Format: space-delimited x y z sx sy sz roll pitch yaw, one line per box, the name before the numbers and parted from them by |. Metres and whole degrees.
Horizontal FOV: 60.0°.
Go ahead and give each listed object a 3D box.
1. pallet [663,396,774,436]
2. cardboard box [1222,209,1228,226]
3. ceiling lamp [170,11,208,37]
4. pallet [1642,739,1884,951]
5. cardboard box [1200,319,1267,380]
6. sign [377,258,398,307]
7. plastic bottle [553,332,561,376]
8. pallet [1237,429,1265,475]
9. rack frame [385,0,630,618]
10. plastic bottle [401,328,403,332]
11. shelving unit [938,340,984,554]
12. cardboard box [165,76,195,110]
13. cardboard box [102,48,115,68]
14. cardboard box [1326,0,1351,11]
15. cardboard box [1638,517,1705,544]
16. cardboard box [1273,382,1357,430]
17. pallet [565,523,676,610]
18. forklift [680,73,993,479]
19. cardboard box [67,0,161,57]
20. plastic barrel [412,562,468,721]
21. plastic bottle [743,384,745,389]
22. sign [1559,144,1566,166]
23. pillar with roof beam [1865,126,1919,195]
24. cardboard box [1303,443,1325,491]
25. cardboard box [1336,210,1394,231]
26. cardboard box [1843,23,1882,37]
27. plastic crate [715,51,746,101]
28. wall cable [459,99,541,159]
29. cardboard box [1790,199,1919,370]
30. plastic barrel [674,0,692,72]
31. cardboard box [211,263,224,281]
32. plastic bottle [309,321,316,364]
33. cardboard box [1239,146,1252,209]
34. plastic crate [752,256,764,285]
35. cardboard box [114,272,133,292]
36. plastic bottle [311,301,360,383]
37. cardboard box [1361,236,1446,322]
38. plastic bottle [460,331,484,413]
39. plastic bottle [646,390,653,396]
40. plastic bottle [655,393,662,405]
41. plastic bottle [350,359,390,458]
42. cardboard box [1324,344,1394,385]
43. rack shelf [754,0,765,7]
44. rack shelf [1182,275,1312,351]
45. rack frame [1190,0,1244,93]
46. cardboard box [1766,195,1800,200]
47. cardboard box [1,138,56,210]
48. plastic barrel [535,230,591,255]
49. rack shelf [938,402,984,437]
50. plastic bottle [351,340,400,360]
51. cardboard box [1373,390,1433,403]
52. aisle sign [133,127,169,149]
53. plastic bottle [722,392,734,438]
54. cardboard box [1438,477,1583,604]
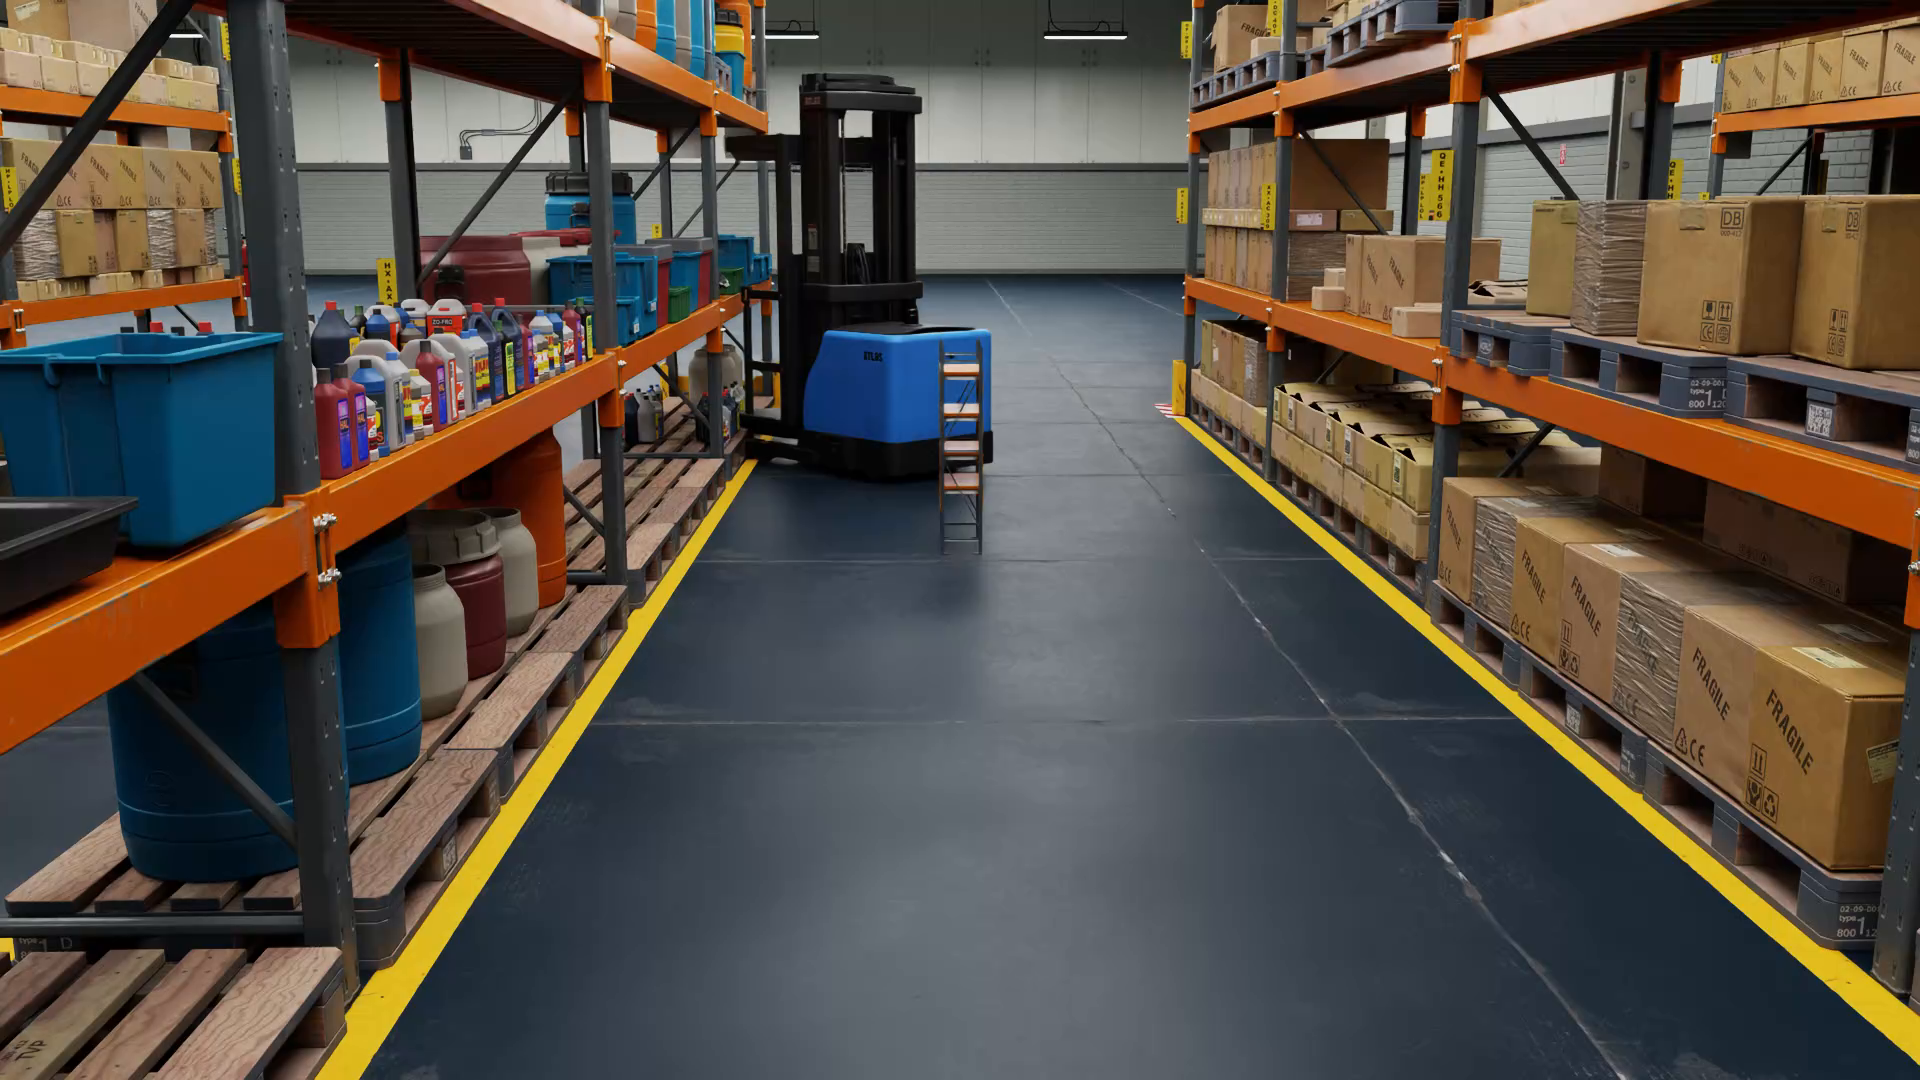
pallet | -2.239 -1.132 15.107 1.003 0.211 1.213 0 11 -1
cardboard box | 2.469 -2.777 14.321 0.380 0.149 0.250 -1 11 -3
ceiling lamp | -18.799 -13.466 39.121 2.000 3.185 0.800 0 11 -1
pallet | 2.847 0.896 5.111 1.003 0.211 1.213 0 11 -1
cardboard box | 2.455 -1.713 14.933 0.500 0.500 0.500 0 11 -1
sign | -2.683 -1.161 7.826 0.100 0.325 0.005 0 11 -1
plastic bottle | -1.704 -0.782 6.867 0.097 0.201 0.097 0 11 0
pallet | 2.762 -0.691 12.934 1.003 0.211 1.213 0 11 -1
rack frame | -2.133 -1.084 7.860 1.000 3.000 0.127 0 11 -1
plastic bottle | -2.471 -0.857 7.240 0.097 0.201 0.097 0 11 0
shelving unit | 0.003 -0.555 9.778 0.258 1.200 0.503 0 11 -1
cardboard box | -6.973 -3.857 14.359 0.500 0.250 0.500 0 11 -1
cardboard box | -6.971 -3.827 13.210 0.380 0.149 0.250 0 11 0
cardboard box | 2.710 -3.746 10.871 0.500 0.500 0.500 0 11 0
cardboard box | 3.083 0.193 6.743 0.500 0.500 0.500 -1 11 -3
cardboard box | 2.496 -0.949 11.642 0.500 0.311 0.500 0 11 -1
pallet | -2.111 0.128 8.897 1.003 0.211 1.213 0 11 -1
forklift | -1.122 -2.109 13.081 1.130 2.935 3.031 -10 15 -42
cardboard box | -6.966 -4.257 13.698 0.500 0.500 0.500 0 11 -1
plastic barrel | -1.982 0.363 5.929 0.421 0.512 0.421 0 11 0
plastic bottle | -1.802 -1.173 14.020 0.061 0.283 0.133 0 11 0
sign | 8.448 -5.402 23.312 0.001 0.298 0.199 0 11 -1
pillar with roof beam | 4.181 -5.502 14.547 9.100 9.000 0.400 0 11 -1
cardboard box | 2.520 -0.472 10.699 0.500 0.250 0.500 -1 11 -3
cardboard box | 2.924 -2.320 12.069 0.380 0.149 0.250 0 11 -1
cardboard box | 7.364 -4.250 13.104 0.500 0.500 0.500 -1 11 -3
plastic crate | -1.958 -3.759 13.540 0.392 0.384 0.575 0 11 -1
wall cable | -12.875 -13.648 46.143 2.305 6.003 0.169 0 11 -1
cardboard box | 3.038 -0.795 5.127 0.700 0.500 0.500 2 12 8
plastic barrel | -1.975 -3.365 10.297 0.600 0.901 0.600 0 11 0
cardboard box | -7.038 -2.475 15.348 0.380 0.149 0.250 0 11 -1
plastic bottle | -2.419 -0.661 6.083 0.152 0.276 0.135 0 11 -1
cardboard box | 2.690 -2.971 13.647 0.700 0.500 0.500 0 11 -1
plastic crate | -1.981 -2.374 14.593 0.499 0.251 0.408 0 11 -1
cardboard box | -6.916 -2.078 13.390 0.380 0.149 0.250 0 11 -1
plastic bottle | -2.270 -0.693 6.054 0.144 0.351 0.185 0 11 -1
cardboard box | 2.757 -1.591 10.107 0.500 0.500 0.500 0 11 -1
plastic bottle | -1.678 -0.573 5.664 0.097 0.271 0.097 0 11 0
plastic bottle | -2.564 -1.104 13.710 0.097 0.271 0.097 0 11 0
plastic bottle | -2.421 -1.026 13.298 0.061 0.283 0.133 0 11 -1
plastic bottle | -1.657 -0.370 4.660 0.097 0.271 0.097 0 11 0
cardboard box | 3.040 -1.218 12.494 0.500 0.500 0.500 0 11 -1
rack shelf | -2.257 -4.669 13.254 1.077 0.370 4.000 0 11 -1
rack shelf | 2.695 -1.944 13.907 1.077 0.370 4.000 0 11 -1
rack frame | 2.654 -5.634 15.199 1.000 3.000 0.127 0 11 -1
cardboard box | 7.320 -2.722 14.373 0.500 0.500 0.500 -1 11 -3
cardboard box | -6.923 -2.635 11.986 0.500 0.500 0.500 0 11 -1
plastic barrel | -2.400 -1.609 10.105 0.433 0.535 0.433 0 11 0
rack shelf | 0.003 -0.708 9.747 0.258 0.148 0.480 0 11 -1
plastic bottle | -1.851 -0.506 5.319 0.152 0.276 0.135 0 11 -1
cardboard box | 3.048 -0.850 11.151 0.500 0.311 0.500 0 11 0
aisle sign | -7.552 -3.940 15.395 0.394 0.787 0.004 0 11 -1
plastic bottle | -1.818 -0.959 12.799 0.144 0.351 0.185 0 11 0
cardboard box | 2.543 -0.003 7.710 0.500 0.500 0.500 0 11 1
